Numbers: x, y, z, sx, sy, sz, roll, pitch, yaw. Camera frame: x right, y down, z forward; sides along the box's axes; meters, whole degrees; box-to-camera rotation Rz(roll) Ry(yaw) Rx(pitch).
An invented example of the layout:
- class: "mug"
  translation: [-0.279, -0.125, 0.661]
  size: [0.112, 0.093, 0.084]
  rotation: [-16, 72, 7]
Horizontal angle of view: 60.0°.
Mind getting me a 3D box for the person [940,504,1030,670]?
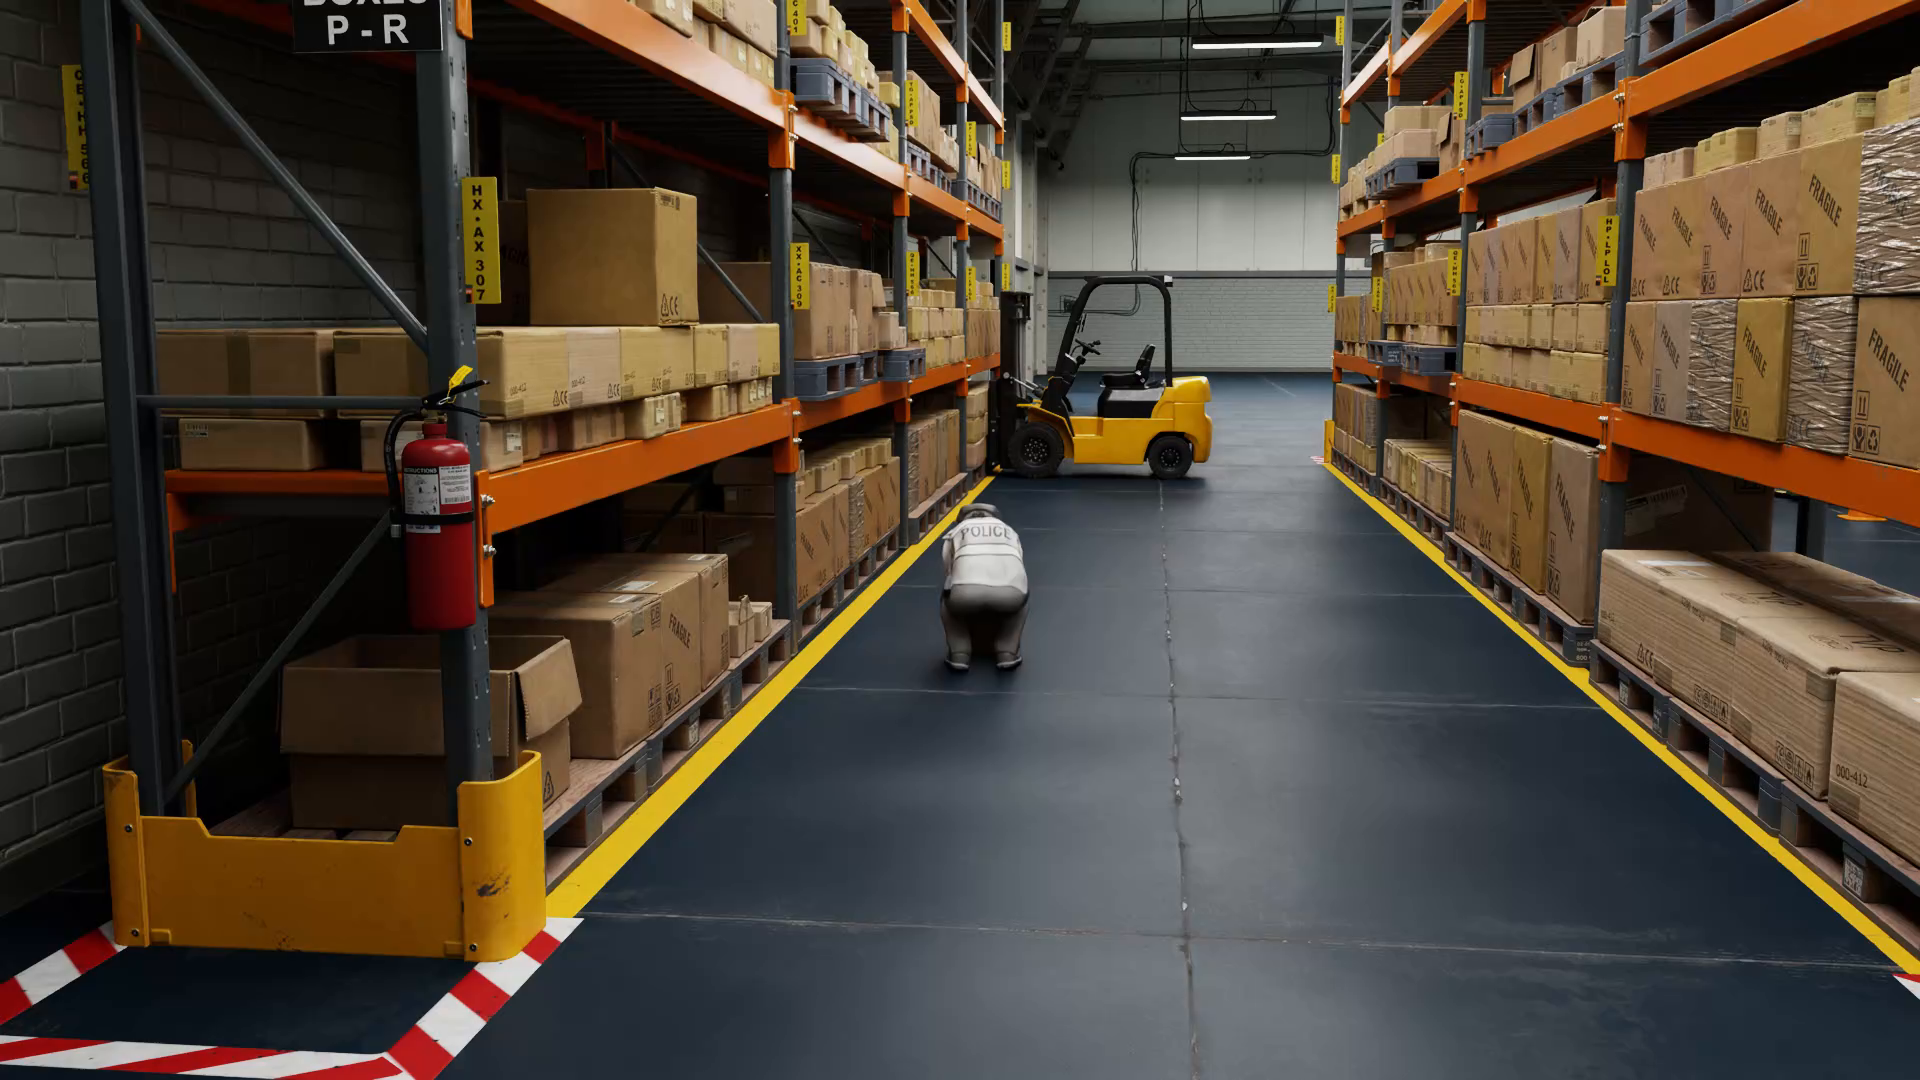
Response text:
- class: "person"
  translation: [0.124, 0.256, 8.422]
  size: [0.459, 0.822, 0.907]
  rotation: [0, 8, 3]
